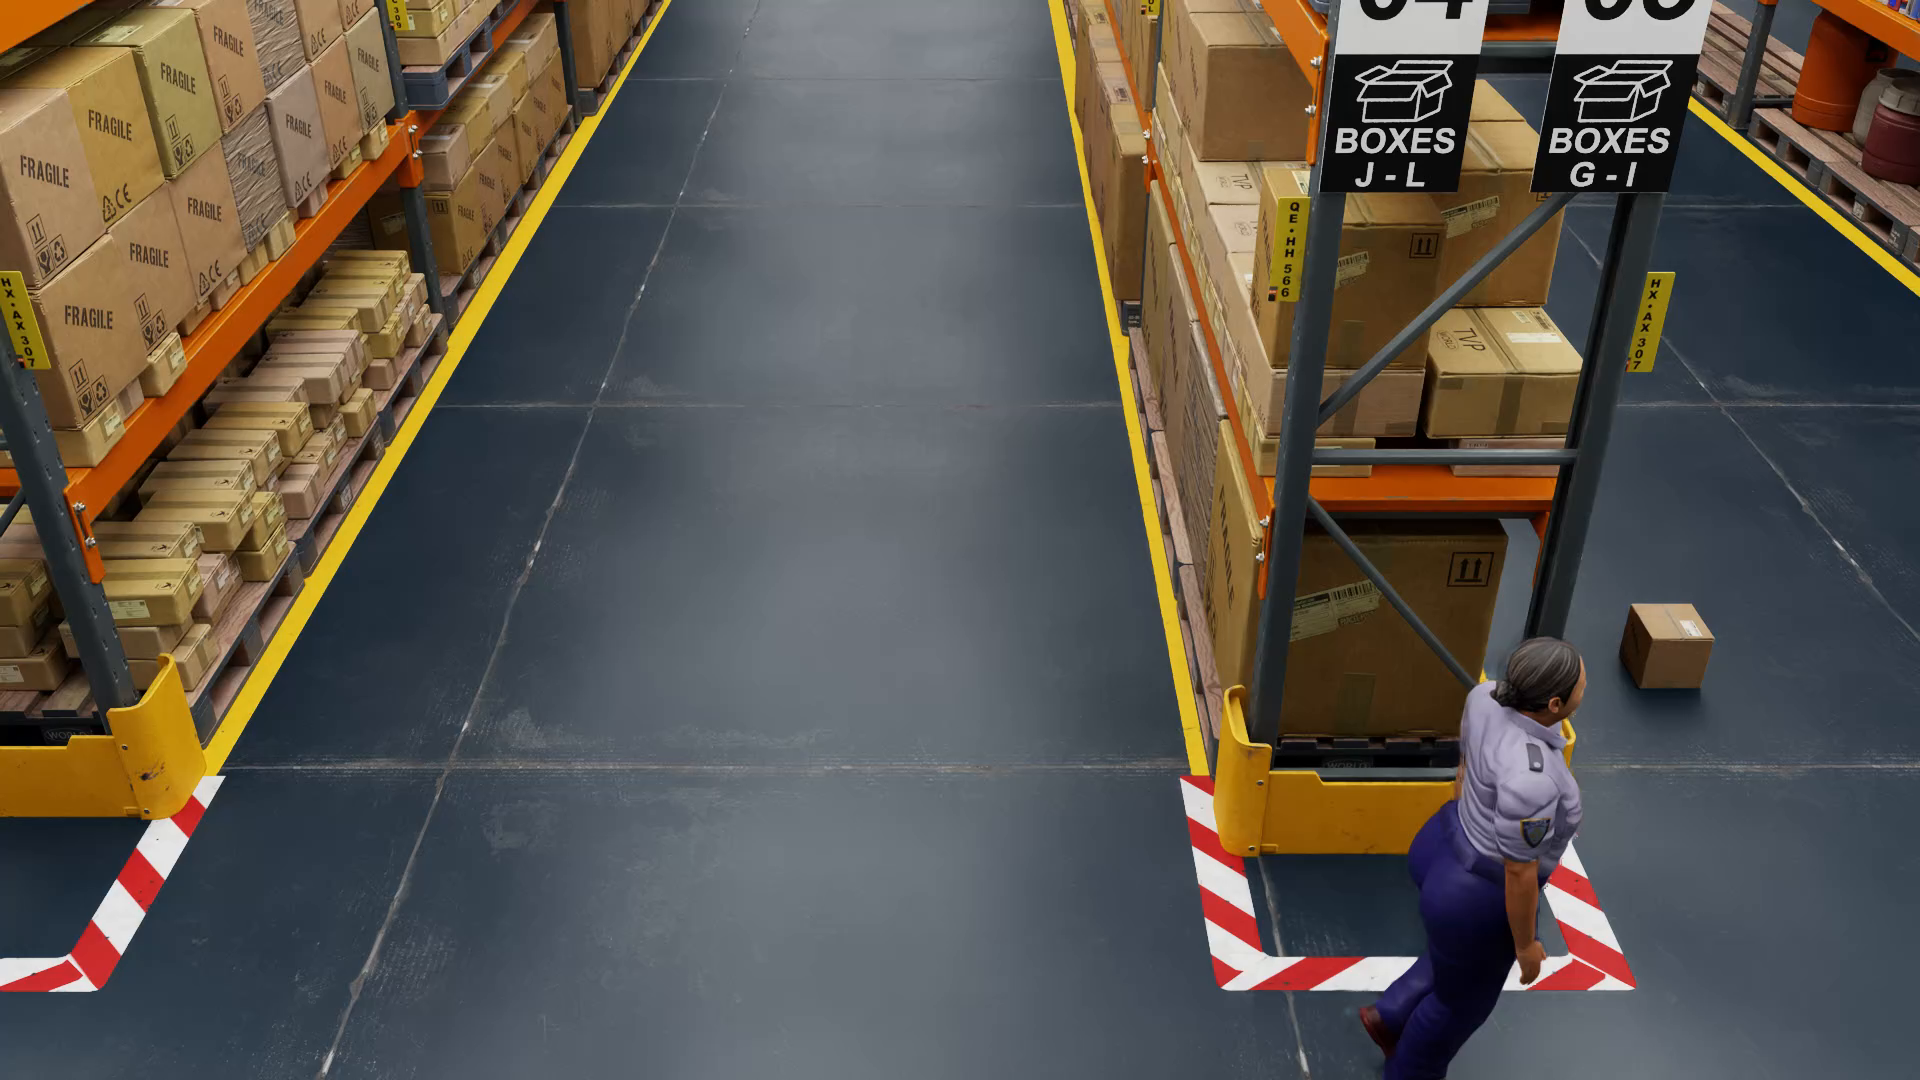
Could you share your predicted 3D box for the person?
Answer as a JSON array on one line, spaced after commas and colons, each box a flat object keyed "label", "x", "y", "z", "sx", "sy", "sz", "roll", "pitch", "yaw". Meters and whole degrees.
[{"label": "person", "x": 1.438, "y": 0.950, "z": 4.589, "sx": 0.446, "sy": 1.626, "sz": 0.533, "roll": -1, "pitch": 32, "yaw": -2}]
